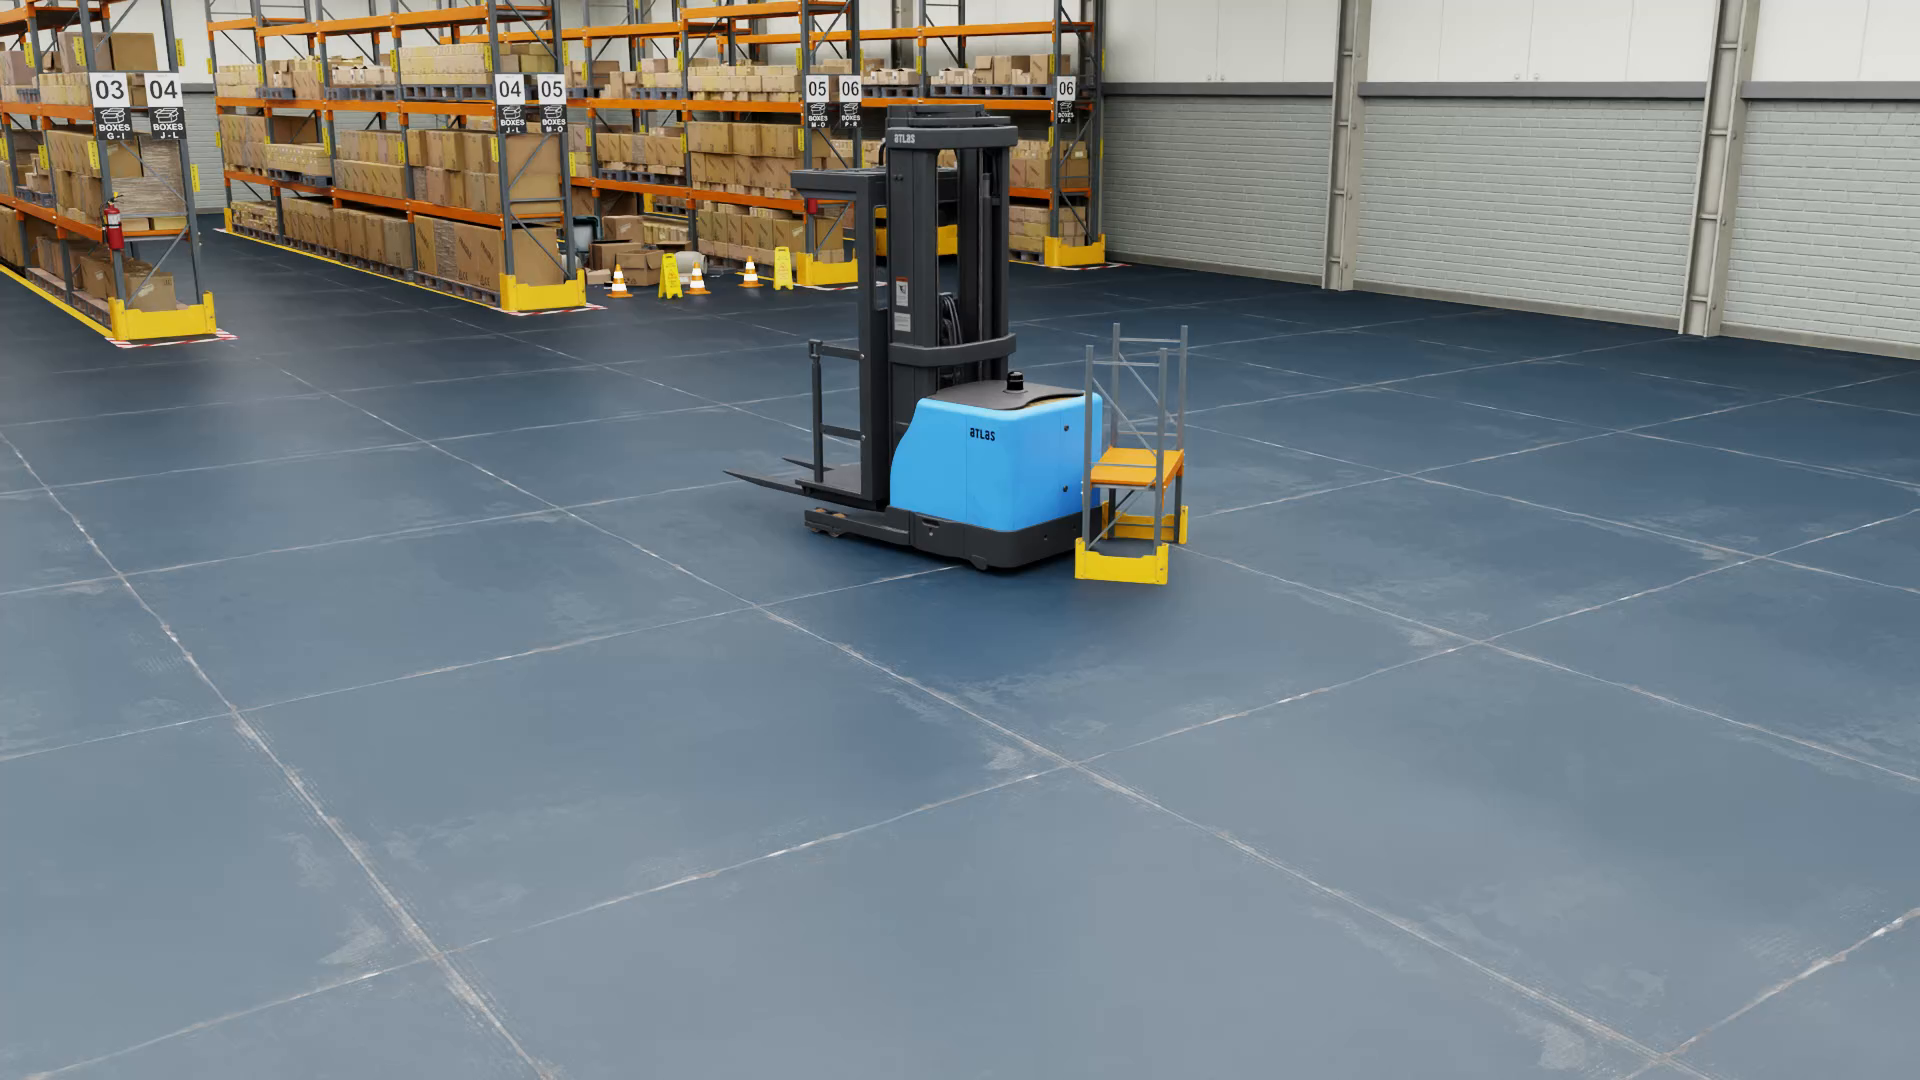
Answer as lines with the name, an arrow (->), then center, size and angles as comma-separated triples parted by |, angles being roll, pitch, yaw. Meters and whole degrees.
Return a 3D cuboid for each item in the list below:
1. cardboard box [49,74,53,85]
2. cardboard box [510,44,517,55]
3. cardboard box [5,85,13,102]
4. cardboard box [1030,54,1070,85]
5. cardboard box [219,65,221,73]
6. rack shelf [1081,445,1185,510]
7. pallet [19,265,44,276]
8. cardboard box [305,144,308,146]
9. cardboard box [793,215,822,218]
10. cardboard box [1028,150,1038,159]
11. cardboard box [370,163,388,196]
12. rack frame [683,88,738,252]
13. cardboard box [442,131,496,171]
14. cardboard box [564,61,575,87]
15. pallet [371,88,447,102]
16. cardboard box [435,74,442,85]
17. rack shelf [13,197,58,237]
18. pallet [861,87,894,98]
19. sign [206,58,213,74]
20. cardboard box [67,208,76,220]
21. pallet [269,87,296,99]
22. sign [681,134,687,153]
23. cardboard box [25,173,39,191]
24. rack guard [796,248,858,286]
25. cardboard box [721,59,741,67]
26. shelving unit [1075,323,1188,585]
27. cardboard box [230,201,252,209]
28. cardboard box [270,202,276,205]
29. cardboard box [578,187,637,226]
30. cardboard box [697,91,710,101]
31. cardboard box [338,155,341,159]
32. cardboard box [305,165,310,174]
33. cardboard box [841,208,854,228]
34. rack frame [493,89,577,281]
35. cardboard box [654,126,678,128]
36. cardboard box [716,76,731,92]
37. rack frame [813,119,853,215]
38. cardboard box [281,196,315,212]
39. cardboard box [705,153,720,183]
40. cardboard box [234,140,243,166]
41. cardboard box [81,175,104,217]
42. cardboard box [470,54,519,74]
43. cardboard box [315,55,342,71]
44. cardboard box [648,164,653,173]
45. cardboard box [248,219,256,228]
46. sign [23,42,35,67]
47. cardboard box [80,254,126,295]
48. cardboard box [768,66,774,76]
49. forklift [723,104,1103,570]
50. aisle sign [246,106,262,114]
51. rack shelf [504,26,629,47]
cardboard box -> -12.069, -6.221, 22.470 | 0.380, 0.149, 0.250 | -11, 19, -34
cardboard box -> -6.178, -6.963, 23.633 | 0.380, 0.149, 0.250 | -11, 19, -35
cardboard box -> -14.346, -6.858, 25.553 | 0.500, 0.250, 0.500 | -10, 18, -33
cardboard box -> 1.558, -8.137, 28.767 | 0.500, 0.500, 0.500 | -10, 18, -33
cardboard box -> -15.344, -9.893, 34.940 | 0.380, 0.149, 0.250 | -11, 19, -35
rack shelf -> 1.153, -0.420, 10.953 | 0.538, 0.185, 1.000 | 4, 16, 14
pallet -> -15.120, -4.568, 27.867 | 1.003, 0.211, 1.213 | -11, 19, -35
cardboard box -> -12.445, -7.591, 32.183 | 0.380, 0.149, 0.250 | -12, 19, -36
cardboard box -> -2.574, -5.132, 27.638 | 0.500, 0.500, 0.500 | -12, 19, -37
cardboard box -> 1.410, -6.776, 29.233 | 0.380, 0.149, 0.250 | -11, 18, -34
cardboard box -> -9.411, -5.961, 27.485 | 0.500, 0.500, 0.500 | -11, 19, -34
rack frame -> -4.350, -6.417, 29.341 | 1.000, 3.000, 0.127 | -11, 19, -35
cardboard box -> -7.163, -5.788, 24.713 | 0.875, 0.550, 0.500 | -11, 19, -35
cardboard box -> -7.437, -9.151, 32.661 | 0.700, 0.500, 0.500 | -12, 19, -37
pallet -> -8.873, -7.170, 26.771 | 0.805, 0.209, 1.217 | -12, 19, -37
cardboard box -> -7.461, -6.748, 24.360 | 0.380, 0.149, 0.250 | -11, 19, -34
rack shelf -> -13.542, -4.959, 25.376 | 1.077, 0.370, 4.000 | -11, 19, -35
pallet -> -1.557, -9.029, 33.559 | 1.003, 0.211, 1.213 | -10, 18, -32
sign -> -15.789, -9.974, 34.997 | 0.100, 0.325, 0.005 | -11, 19, -35
cardboard box -> -11.908, -4.449, 22.625 | 0.380, 0.149, 0.250 | -11, 19, -35
pallet -> -12.109, -8.322, 30.975 | 1.213, 0.211, 1.003 | -11, 19, -35
sign -> -4.796, -6.889, 28.870 | 0.100, 0.325, 0.005 | -11, 19, -35
cardboard box -> -13.918, -5.470, 25.368 | 0.500, 0.250, 0.500 | -12, 19, -36
rack guard -> -2.042, -4.374, 26.609 | 1.175, 0.500, 0.348 | -11, 19, -35
cardboard box -> -5.146, -10.698, 37.442 | 0.396, 0.266, 0.258 | -11, 19, -35
shelving unit -> 1.155, -0.596, 10.913 | 0.587, 1.500, 1.083 | 4, 16, 14
cardboard box -> -15.317, -7.140, 35.458 | 0.380, 0.149, 0.250 | -12, 19, -37
cardboard box -> -14.376, -7.067, 35.193 | 0.380, 0.149, 0.250 | -12, 19, -37
cardboard box -> -7.040, -6.610, 33.272 | 0.875, 0.875, 0.875 | -11, 19, -35
cardboard box -> -4.258, -7.573, 28.358 | 0.380, 0.149, 0.250 | -11, 19, -34
cardboard box -> -11.237, -7.009, 30.618 | 0.380, 0.149, 0.250 | -11, 19, -34
cardboard box -> -11.604, -6.705, 30.072 | 0.380, 0.149, 0.250 | -10, 18, -34
cardboard box -> -1.942, -6.826, 34.538 | 0.875, 0.625, 0.625 | -10, 18, -33
rack frame -> -5.942, -4.773, 23.334 | 1.000, 3.000, 0.127 | -11, 19, -35
cardboard box -> -5.511, -7.673, 31.151 | 0.380, 0.149, 0.250 | -12, 19, -37
cardboard box -> -3.718, -7.581, 27.631 | 0.500, 0.250, 0.500 | -11, 19, -34
rack frame -> -2.689, -8.043, 35.279 | 1.000, 3.000, 0.127 | -11, 19, -35
cardboard box -> -12.777, -6.495, 32.145 | 0.500, 0.250, 0.500 | -12, 19, -37
cardboard box -> -4.002, -6.368, 28.408 | 0.500, 0.500, 0.500 | -11, 19, -35
cardboard box -> -14.696, -8.026, 34.465 | 0.500, 0.500, 0.500 | -11, 19, -34
cardboard box -> -10.706, -4.426, 21.314 | 0.875, 0.500, 0.500 | -11, 19, -35
cardboard box -> -6.456, -6.603, 23.073 | 0.500, 0.250, 0.500 | -11, 19, -34
cardboard box -> -11.094, -8.392, 29.233 | 0.396, 0.266, 0.258 | -11, 19, -35
cardboard box -> -5.464, -6.786, 30.367 | 0.380, 0.149, 0.250 | -11, 19, -35
cardboard box -> -14.564, -6.583, 34.549 | 0.380, 0.149, 0.250 | -12, 19, -37
sign -> -12.812, -6.678, 22.887 | 0.100, 0.325, 0.005 | -11, 19, -35
cardboard box -> -12.163, -3.784, 23.660 | 0.500, 0.500, 0.500 | -12, 19, -36
cardboard box -> -2.828, -7.475, 26.487 | 0.380, 0.149, 0.250 | -11, 19, -34
forklift -> -0.463, -1.525, 11.595 | 3.031, 2.935, 1.130 | 13, 20, 40
aisle sign -> -15.150, -9.506, 35.701 | 0.394, 0.787, 0.004 | -11, 19, -35
rack shelf -> -7.877, -10.052, 33.377 | 1.077, 0.370, 4.000 | -11, 19, -35
